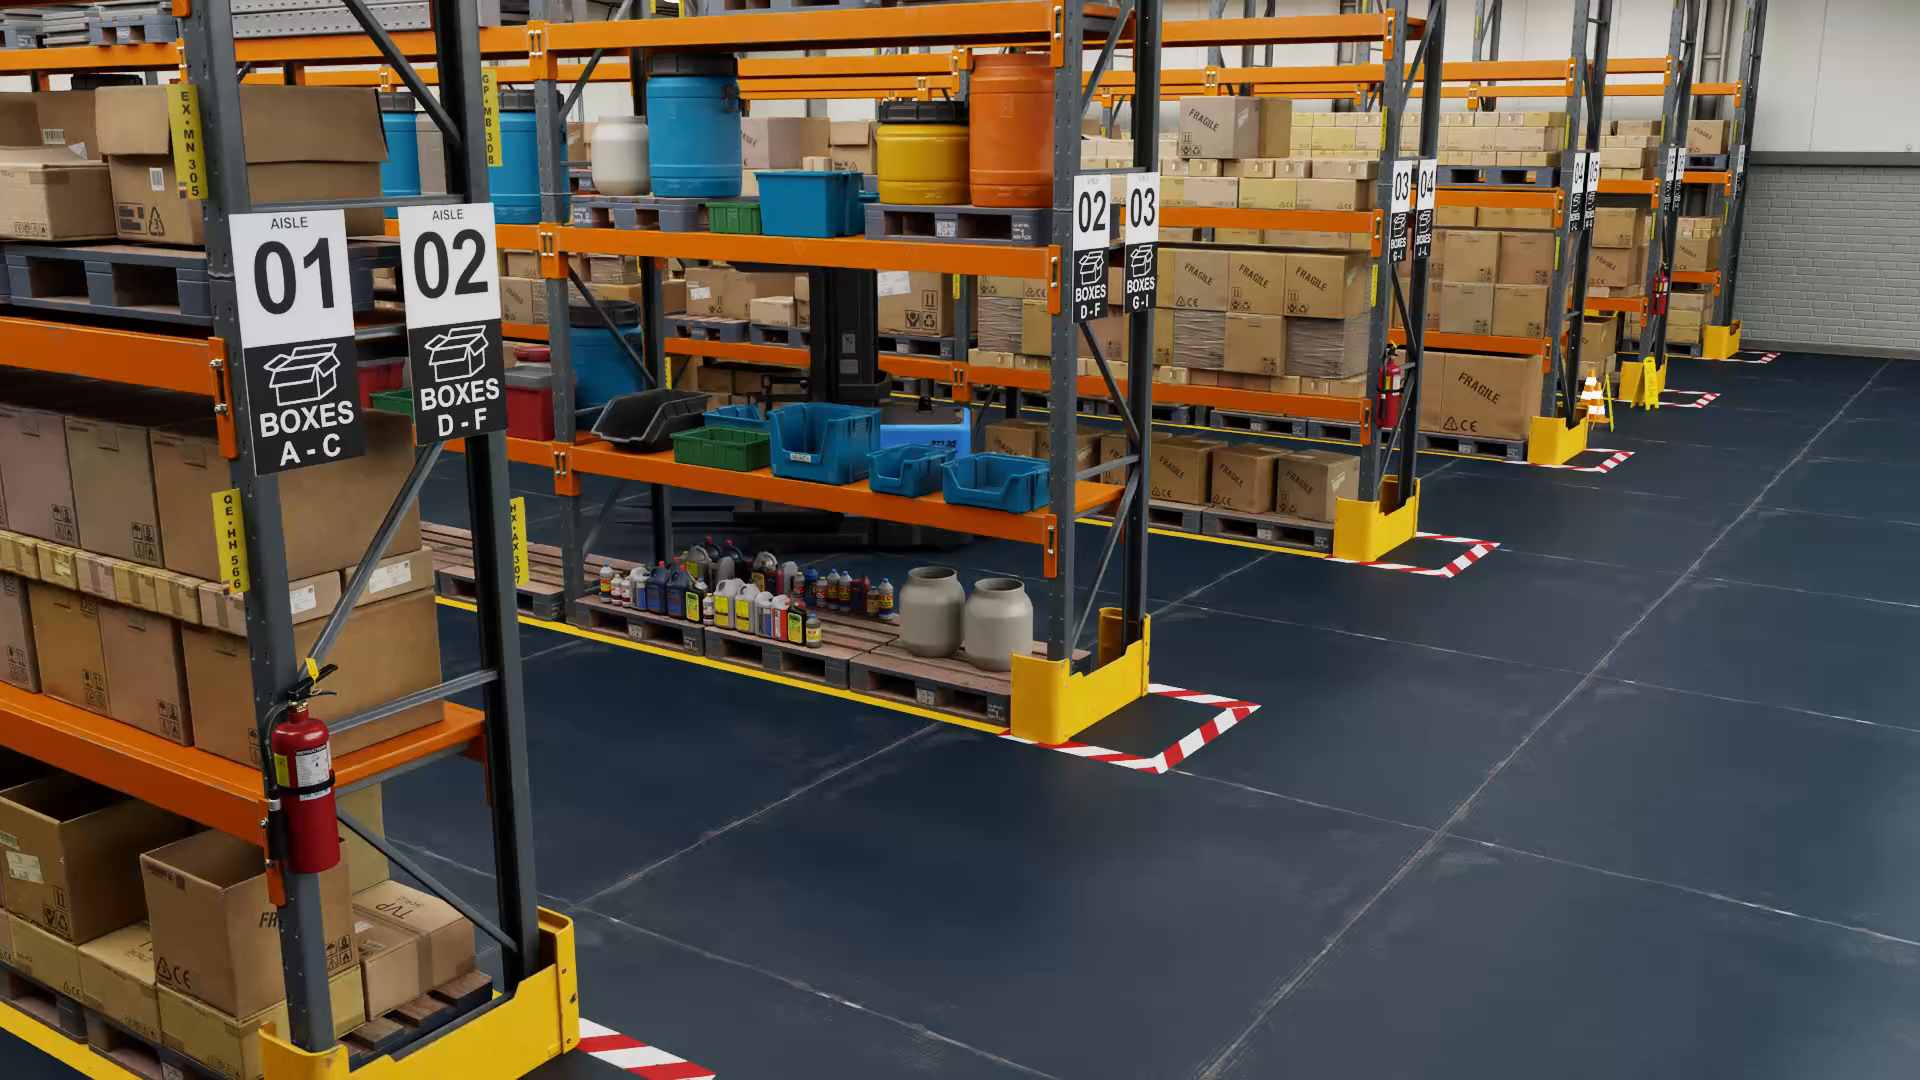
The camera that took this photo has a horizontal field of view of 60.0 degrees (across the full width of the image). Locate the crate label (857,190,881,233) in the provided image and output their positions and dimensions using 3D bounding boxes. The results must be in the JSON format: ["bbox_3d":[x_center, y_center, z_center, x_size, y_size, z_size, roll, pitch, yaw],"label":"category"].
[{"bbox_3d":[-0.540,-2.110,10.672,0.408,0.251,0.502,9,17,33],"label":"crate label"}]

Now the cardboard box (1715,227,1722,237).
[{"bbox_3d":[11.754,-4.824,26.009,0.250,0.149,0.380,9,16,31],"label":"cardboard box"}]

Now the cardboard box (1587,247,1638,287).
[{"bbox_3d":[8.519,-3.584,21.730,0.500,0.500,0.500,9,16,32],"label":"cardboard box"}]

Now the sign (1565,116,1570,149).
[{"bbox_3d":[6.130,-4.113,16.777,0.005,0.325,0.100,9,17,33],"label":"sign"}]

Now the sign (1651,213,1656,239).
[{"bbox_3d":[8.797,-3.980,21.093,0.005,0.325,0.100,9,17,33],"label":"sign"}]

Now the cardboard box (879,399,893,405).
[{"bbox_3d":[-1.074,-1.163,17.065,0.500,0.500,0.700,8,16,28],"label":"cardboard box"}]

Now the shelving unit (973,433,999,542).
[{"bbox_3d":[0.220,-0.451,14.273,0.210,0.900,0.258,1,14,3],"label":"shelving unit"}]

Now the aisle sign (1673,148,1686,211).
[{"bbox_3d":[9.348,-4.688,21.610,0.004,0.787,0.394,9,17,33],"label":"aisle sign"}]

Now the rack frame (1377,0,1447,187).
[{"bbox_3d":[3.593,-4.309,13.003,0.127,3.000,1.000,9,17,33],"label":"rack frame"}]

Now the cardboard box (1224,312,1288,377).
[{"bbox_3d":[2.670,-1.712,14.170,0.500,0.500,0.875,9,17,33],"label":"cardboard box"}]

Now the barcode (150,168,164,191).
[{"bbox_3d":[-2.459,-1.104,5.091,0.075,0.075,0.001,9,17,33],"label":"barcode"}]

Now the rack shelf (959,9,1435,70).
[{"bbox_3d":[1.933,-4.226,14.173,4.000,0.370,1.077,9,17,33],"label":"rack shelf"}]

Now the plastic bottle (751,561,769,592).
[{"bbox_3d":[-1.404,0.281,11.683,0.133,0.283,0.061,9,17,33],"label":"plastic bottle"}]

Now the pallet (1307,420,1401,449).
[{"bbox_3d":[4.729,-1.274,19.031,1.213,0.211,1.003,9,17,33],"label":"pallet"}]

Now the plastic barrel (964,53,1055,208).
[{"bbox_3d":[0.354,-2.318,9.433,0.708,0.830,0.600,9,17,33],"label":"plastic barrel"}]

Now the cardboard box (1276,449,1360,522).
[{"bbox_3d":[3.084,-0.474,14.325,0.500,0.500,0.500,13,19,43],"label":"cardboard box"}]

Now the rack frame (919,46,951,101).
[{"bbox_3d":[-0.193,-6.357,21.277,0.127,3.000,1.000,9,17,33],"label":"rack frame"}]

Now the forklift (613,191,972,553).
[{"bbox_3d":[-1.413,-1.440,14.042,3.031,2.935,1.130,0,14,0],"label":"forklift"}]

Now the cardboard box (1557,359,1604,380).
[{"bbox_3d":[8.283,-2.300,22.220,0.500,0.250,0.500,9,17,33],"label":"cardboard box"}]

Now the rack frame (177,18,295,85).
[{"bbox_3d":[-5.810,-4.394,13.347,0.127,3.000,1.000,9,17,33],"label":"rack frame"}]

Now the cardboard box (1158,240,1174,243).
[{"bbox_3d":[1.631,-2.472,15.159,0.500,0.500,0.500,9,17,33],"label":"cardboard box"}]

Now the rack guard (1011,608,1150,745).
[{"bbox_3d":[0.739,0.803,10.038,0.348,0.500,1.175,9,17,33],"label":"rack guard"}]

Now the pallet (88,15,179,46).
[{"bbox_3d":[-6.391,-4.211,13.834,1.003,0.211,1.213,9,17,33],"label":"pallet"}]

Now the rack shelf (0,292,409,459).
[{"bbox_3d":[-3.599,-0.797,6.556,4.000,0.370,1.077,9,17,33],"label":"rack shelf"}]

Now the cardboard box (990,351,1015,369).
[{"bbox_3d":[0.484,-1.686,15.416,0.250,0.149,0.380,9,17,33],"label":"cardboard box"}]

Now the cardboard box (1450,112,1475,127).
[{"bbox_3d":[5.341,-4.426,17.499,0.250,0.149,0.380,10,17,34],"label":"cardboard box"}]

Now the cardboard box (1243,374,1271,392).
[{"bbox_3d":[2.599,-1.366,14.120,0.250,0.149,0.380,9,17,33],"label":"cardboard box"}]

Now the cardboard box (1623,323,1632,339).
[{"bbox_3d":[10.507,-3.370,26.541,0.500,0.250,0.500,9,17,33],"label":"cardboard box"}]

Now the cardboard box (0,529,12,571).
[{"bbox_3d":[-3.651,-0.006,6.549,0.250,0.149,0.380,9,16,32],"label":"cardboard box"}]

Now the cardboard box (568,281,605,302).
[{"bbox_3d":[-4.004,-2.603,18.388,0.500,0.500,0.500,9,17,32],"label":"cardboard box"}]

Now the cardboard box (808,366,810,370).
[{"bbox_3d":[-1.762,-2.610,22.952,0.500,0.500,0.500,8,16,30],"label":"cardboard box"}]

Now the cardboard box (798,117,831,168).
[{"bbox_3d":[-1.676,-4.067,17.019,0.500,0.500,0.500,10,17,34],"label":"cardboard box"}]

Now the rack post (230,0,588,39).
[{"bbox_3d":[-4.173,-4.202,12.154,3.121,1.000,1.013,9,17,33],"label":"rack post"}]

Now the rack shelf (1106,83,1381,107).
[{"bbox_3d":[4.145,-6.546,24.370,4.000,0.370,1.077,9,17,33],"label":"rack shelf"}]

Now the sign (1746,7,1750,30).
[{"bbox_3d":[11.576,-7.661,24.434,0.005,0.325,0.100,9,17,33],"label":"sign"}]

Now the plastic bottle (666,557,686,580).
[{"bbox_3d":[-1.972,0.289,11.511,0.185,0.351,0.144,9,17,33],"label":"plastic bottle"}]

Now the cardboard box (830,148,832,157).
[{"bbox_3d":[-1.644,-5.108,22.265,0.500,0.500,0.500,9,17,33],"label":"cardboard box"}]

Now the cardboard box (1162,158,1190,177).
[{"bbox_3d":[1.911,-3.171,14.129,0.250,0.149,0.380,8,16,30],"label":"cardboard box"}]

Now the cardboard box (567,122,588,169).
[{"bbox_3d":[-4.357,-4.344,18.304,0.500,0.500,0.500,10,17,36],"label":"cardboard box"}]

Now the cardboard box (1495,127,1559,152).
[{"bbox_3d":[5.883,-4.162,17.263,0.500,0.250,0.500,9,17,34],"label":"cardboard box"}]

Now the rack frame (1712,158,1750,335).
[{"bbox_3d":[11.891,-4.363,25.706,0.127,3.000,1.000,9,17,33],"label":"rack frame"}]

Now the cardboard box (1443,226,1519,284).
[{"bbox_3d":[5.651,-3.082,17.972,0.550,0.550,0.875,9,17,33],"label":"cardboard box"}]

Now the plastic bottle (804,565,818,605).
[{"bbox_3d":[-1.038,0.310,11.592,0.097,0.271,0.097,0,14,0],"label":"plastic bottle"}]

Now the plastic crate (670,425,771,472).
[{"bbox_3d":[-1.522,-0.605,10.964,0.662,0.188,0.450,9,17,33],"label":"plastic crate"}]

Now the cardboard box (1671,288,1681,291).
[{"bbox_3d":[11.181,-3.886,26.546,0.500,0.250,0.500,9,17,33],"label":"cardboard box"}]

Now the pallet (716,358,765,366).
[{"bbox_3d":[-2.866,-2.524,24.080,1.213,0.211,1.003,9,17,33],"label":"pallet"}]

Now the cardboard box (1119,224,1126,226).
[{"bbox_3d":[1.863,-3.644,20.514,0.500,0.500,0.700,9,17,33],"label":"cardboard box"}]

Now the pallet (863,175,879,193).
[{"bbox_3d":[-0.179,-3.402,15.973,1.003,0.211,1.213,9,17,33],"label":"pallet"}]

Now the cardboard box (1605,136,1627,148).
[{"bbox_3d":[8.486,-5.123,21.396,0.250,0.149,0.380,10,17,34],"label":"cardboard box"}]

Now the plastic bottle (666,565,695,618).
[{"bbox_3d":[-1.896,0.343,11.293,0.185,0.351,0.144,8,16,30],"label":"plastic bottle"}]

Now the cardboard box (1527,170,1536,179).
[{"bbox_3d":[7.624,-4.876,22.060,0.250,0.149,0.380,9,16,31],"label":"cardboard box"}]

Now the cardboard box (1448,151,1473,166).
[{"bbox_3d":[5.348,-4.038,17.592,0.250,0.149,0.380,9,17,33],"label":"cardboard box"}]

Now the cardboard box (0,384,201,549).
[{"bbox_3d":[-3.221,-0.310,6.424,0.500,0.500,0.700,9,17,33],"label":"cardboard box"}]
